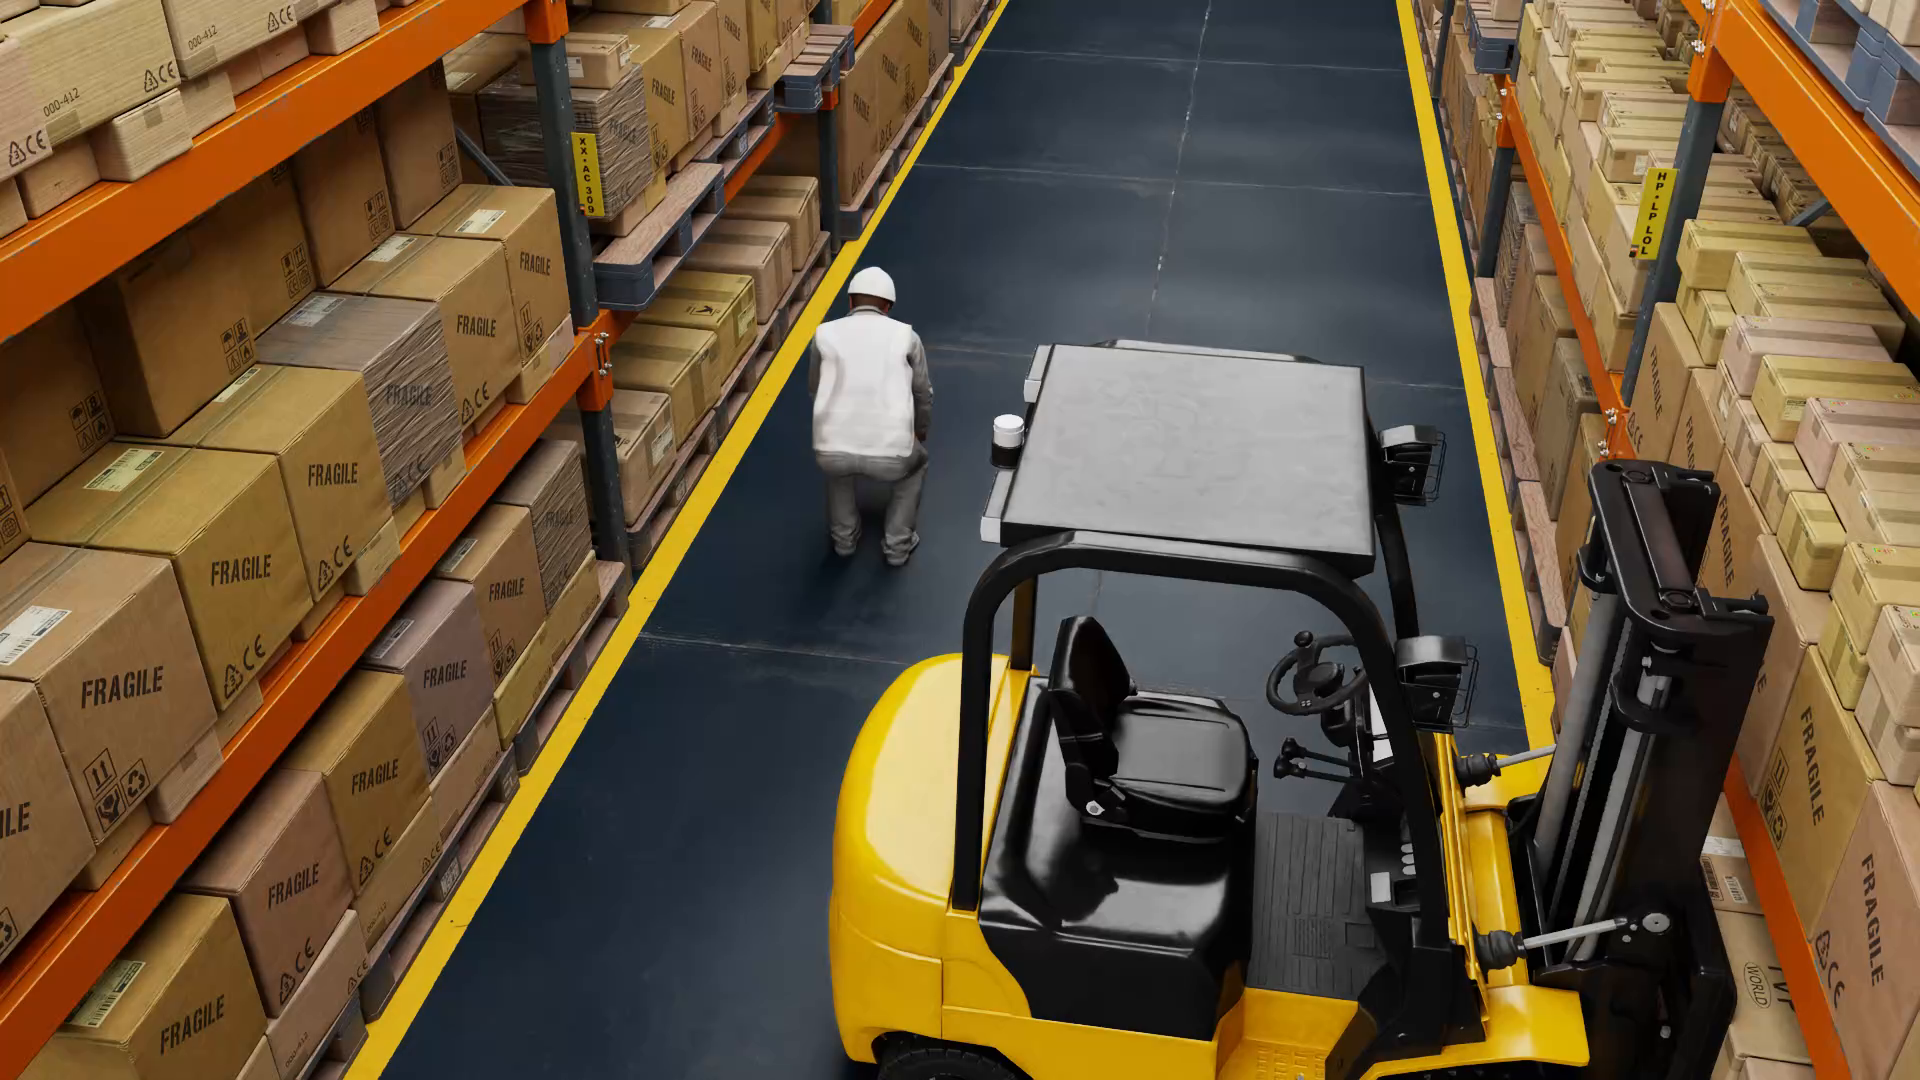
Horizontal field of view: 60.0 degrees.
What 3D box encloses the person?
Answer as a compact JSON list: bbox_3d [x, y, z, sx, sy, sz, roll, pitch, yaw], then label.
[{"bbox_3d":[-0.429,-0.530,7.477,0.575,1.220,0.843,5,32,8],"label":"person"}]
